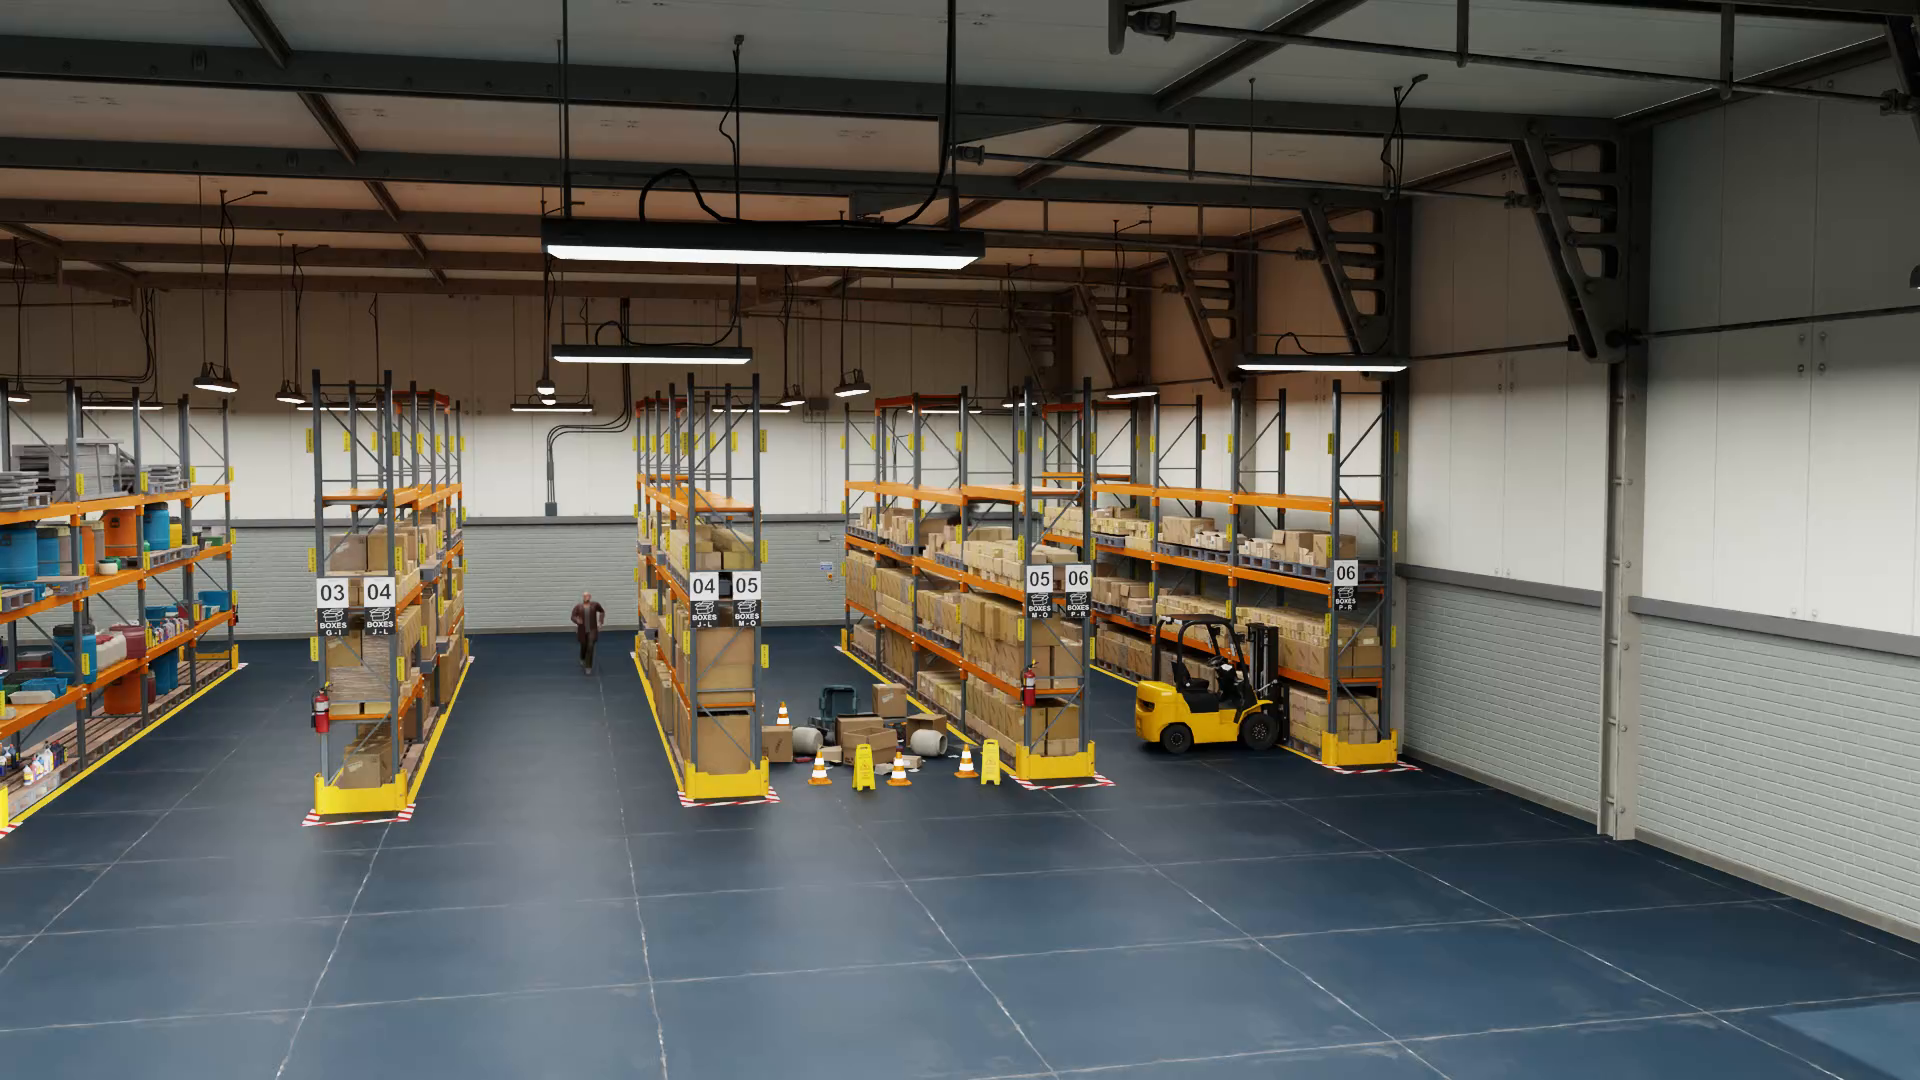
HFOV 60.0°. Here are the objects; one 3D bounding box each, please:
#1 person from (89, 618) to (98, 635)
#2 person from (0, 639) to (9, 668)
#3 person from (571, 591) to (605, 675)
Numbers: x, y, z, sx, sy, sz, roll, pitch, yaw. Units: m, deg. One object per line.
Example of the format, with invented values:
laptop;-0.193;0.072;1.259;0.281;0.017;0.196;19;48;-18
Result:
person;-17.061;2.308;32.328;0.506;1.652;0.539;-1;3;-14
person;-21.571;2.050;36.933;1.003;1.606;0.614;0;3;8
person;-8.159;2.012;36.457;0.717;1.791;1.043;0;3;-8
